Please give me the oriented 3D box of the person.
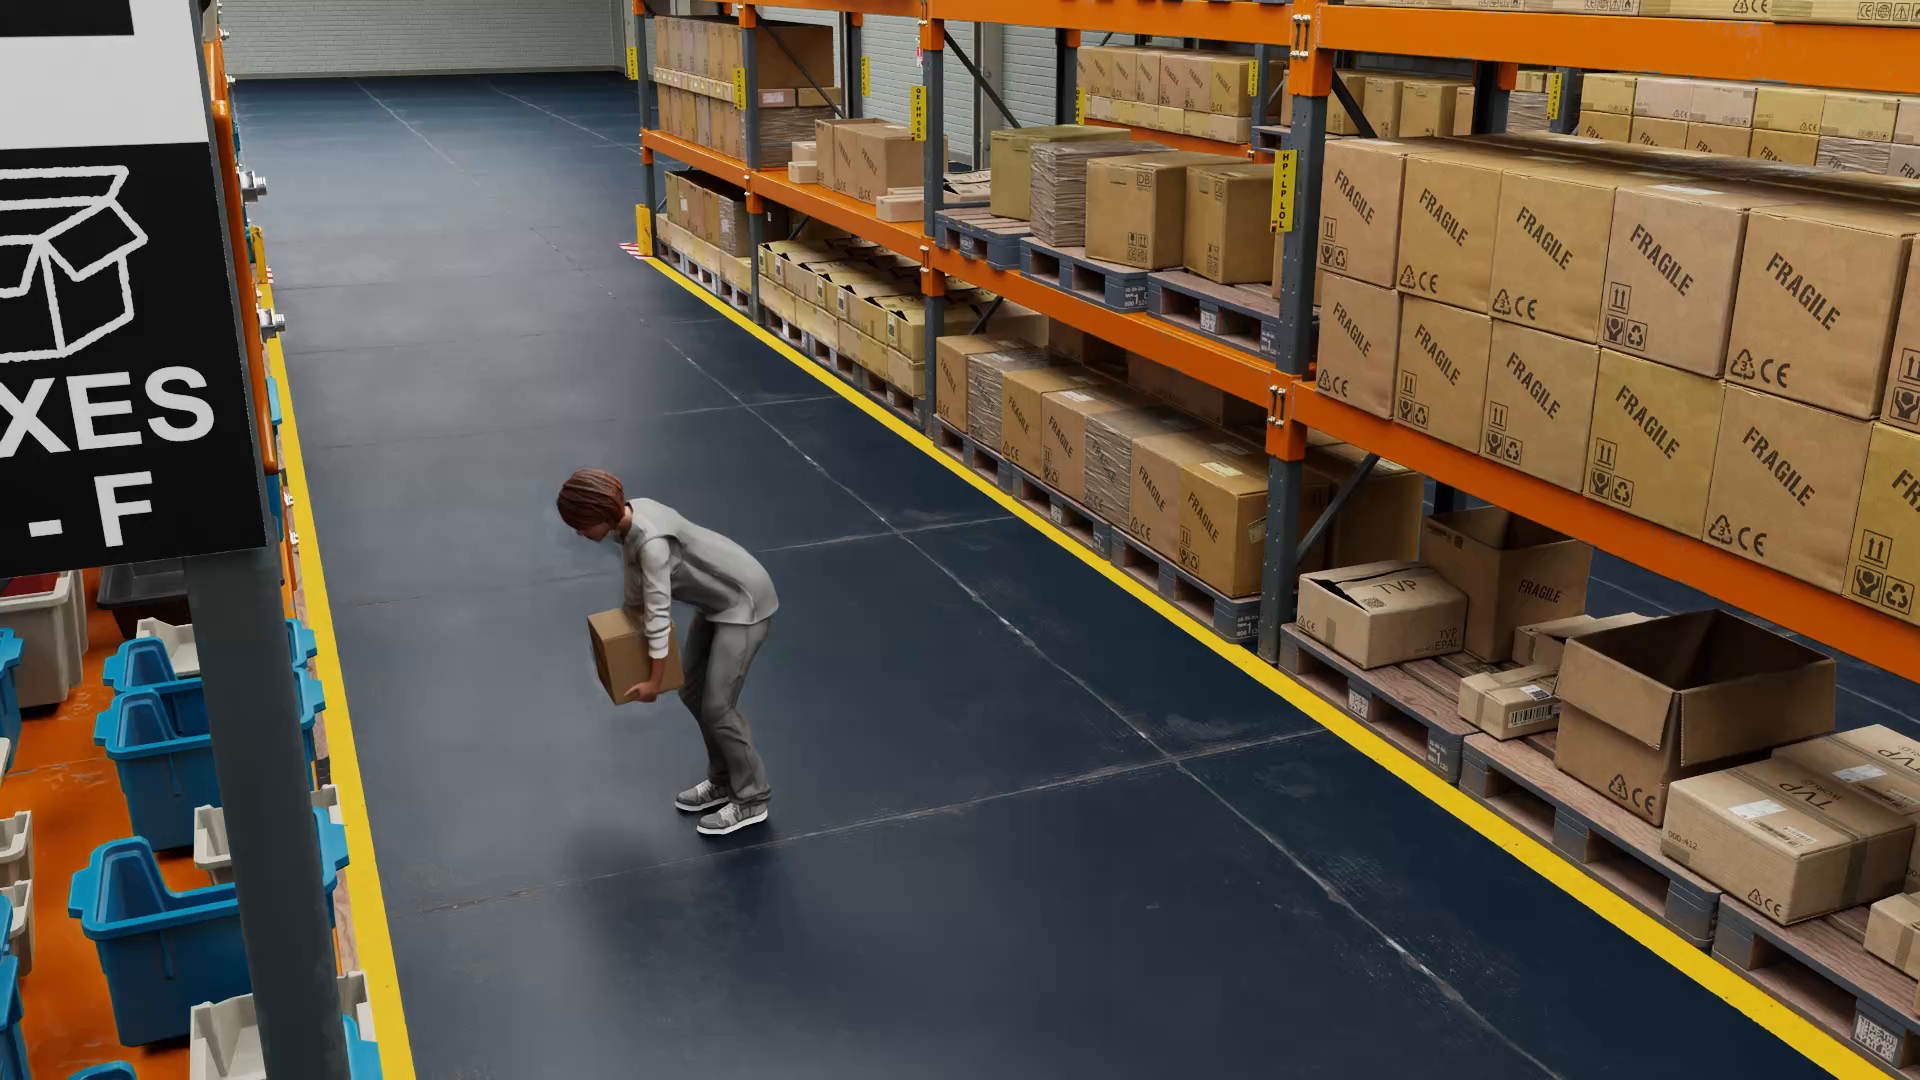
[{"bbox_3d":[-0.999,0.388,5.839,0.737,1.356,0.374,-8,21,-23],"label":"person"}]
